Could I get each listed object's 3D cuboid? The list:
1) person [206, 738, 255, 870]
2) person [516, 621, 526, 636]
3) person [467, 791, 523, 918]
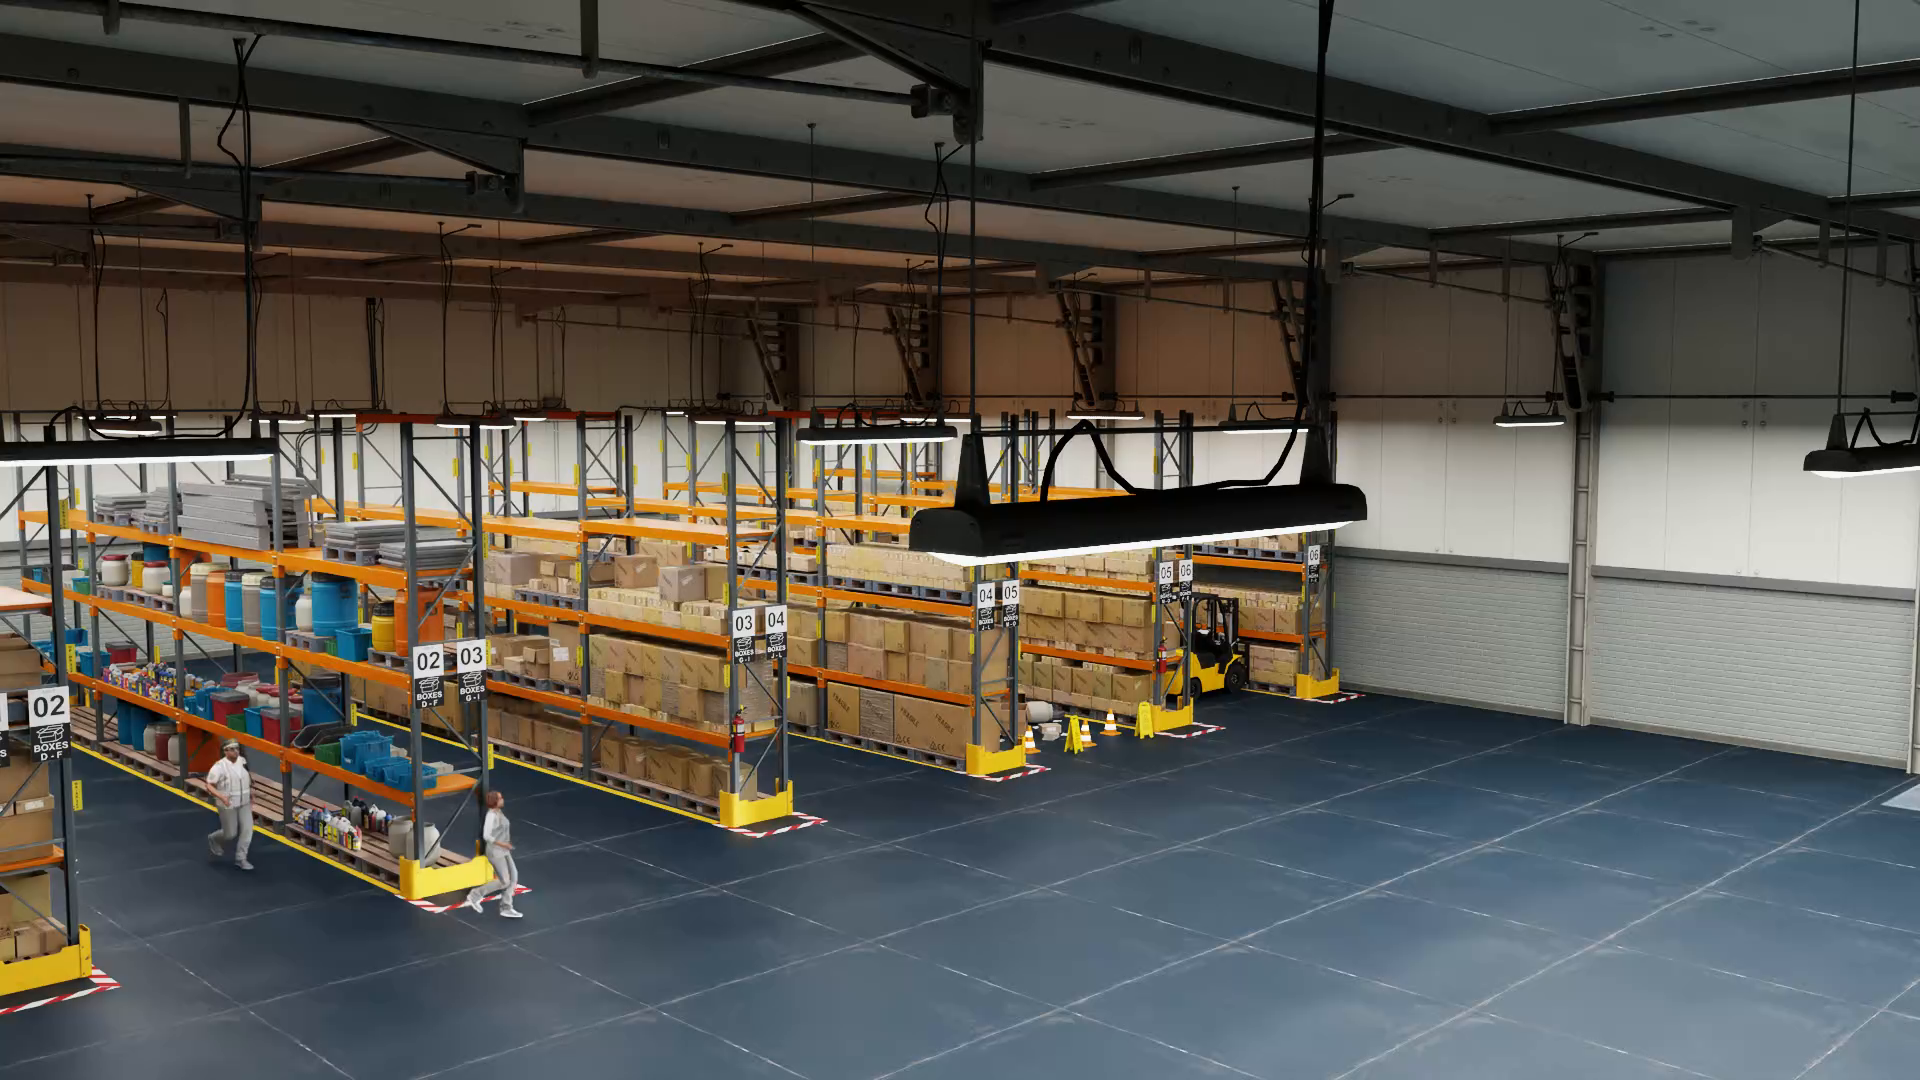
[{"bbox_3d":[-9.812,3.531,22.397,0.775,1.759,0.662,3,6,34],"label":"person"},{"bbox_3d":[-10.780,1.946,40.851,0.572,1.673,0.728,1,5,13],"label":"person"},{"bbox_3d":[-5.635,3.810,20.108,0.648,1.576,0.555,-1,5,-6],"label":"person"}]
